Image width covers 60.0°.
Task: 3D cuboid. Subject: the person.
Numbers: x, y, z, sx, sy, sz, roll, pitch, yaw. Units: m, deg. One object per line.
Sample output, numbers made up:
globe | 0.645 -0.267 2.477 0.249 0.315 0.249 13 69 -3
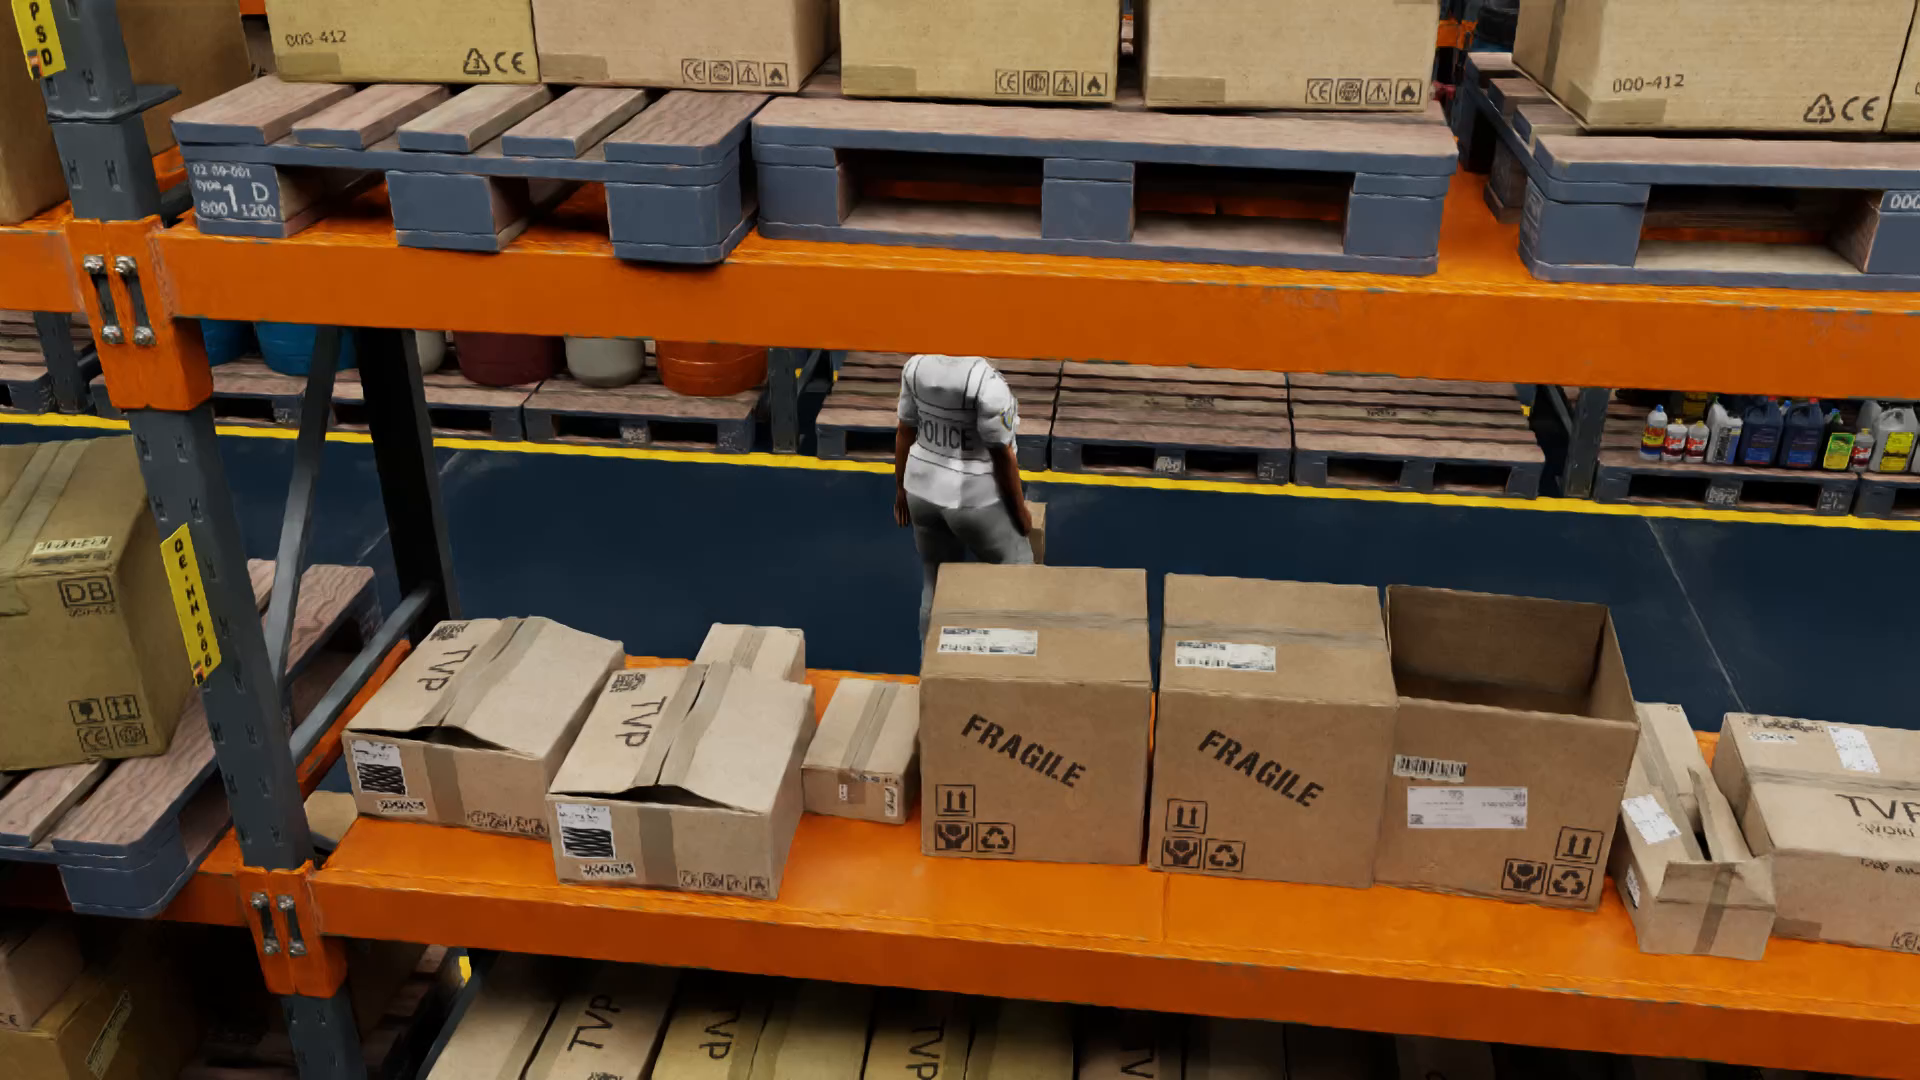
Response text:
person | 0.036 -0.129 6.327 0.666 1.656 0.470 20 34 32
